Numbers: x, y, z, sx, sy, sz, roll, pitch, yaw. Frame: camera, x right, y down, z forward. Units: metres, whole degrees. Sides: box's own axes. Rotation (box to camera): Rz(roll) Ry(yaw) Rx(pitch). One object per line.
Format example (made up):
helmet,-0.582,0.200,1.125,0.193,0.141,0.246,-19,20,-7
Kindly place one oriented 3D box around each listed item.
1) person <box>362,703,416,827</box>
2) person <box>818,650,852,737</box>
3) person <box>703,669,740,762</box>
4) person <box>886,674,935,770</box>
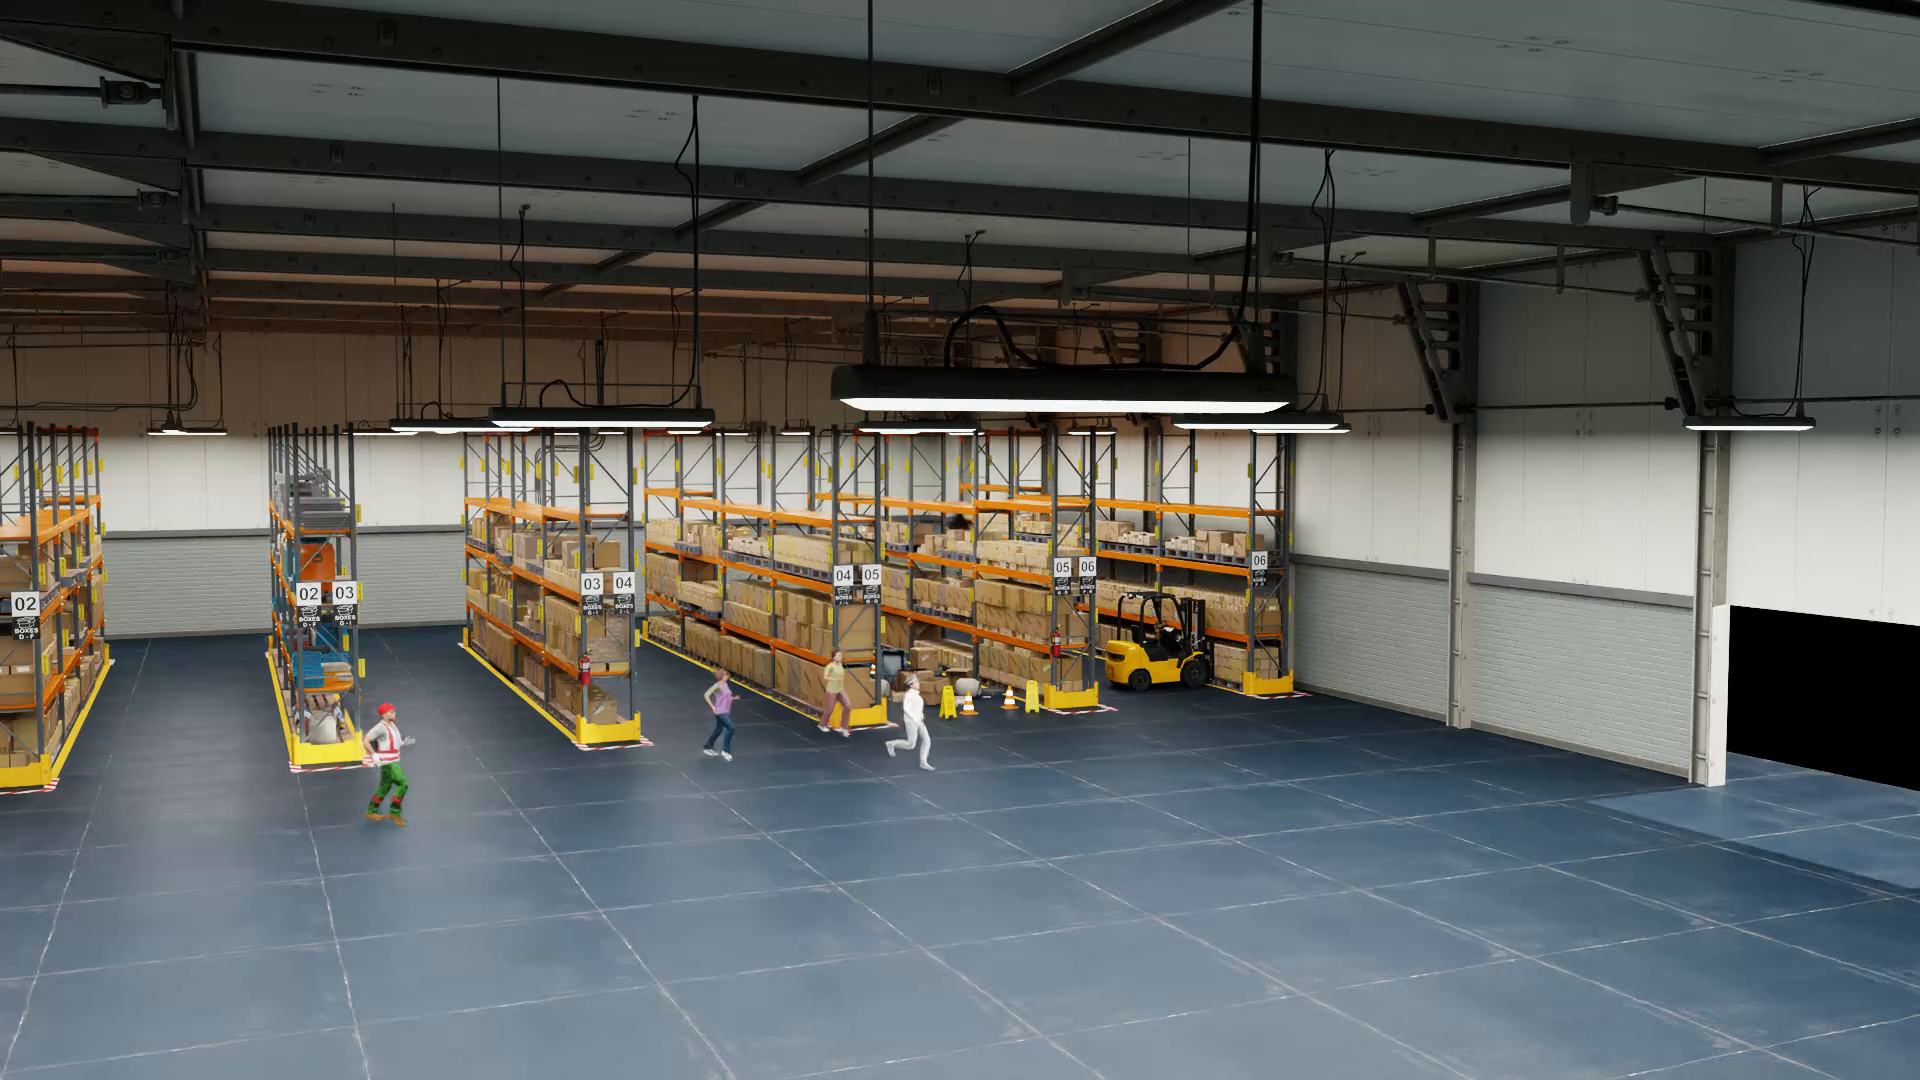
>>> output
person,-8.442,3.326,24.595,0.762,1.839,0.643,0,3,-5
person,-2.439,2.941,32.054,0.783,1.687,0.600,3,5,45
person,-4.244,3.115,29.565,0.712,1.645,0.505,0,4,8
person,-0.849,3.154,28.824,0.855,1.677,0.614,1,4,17
